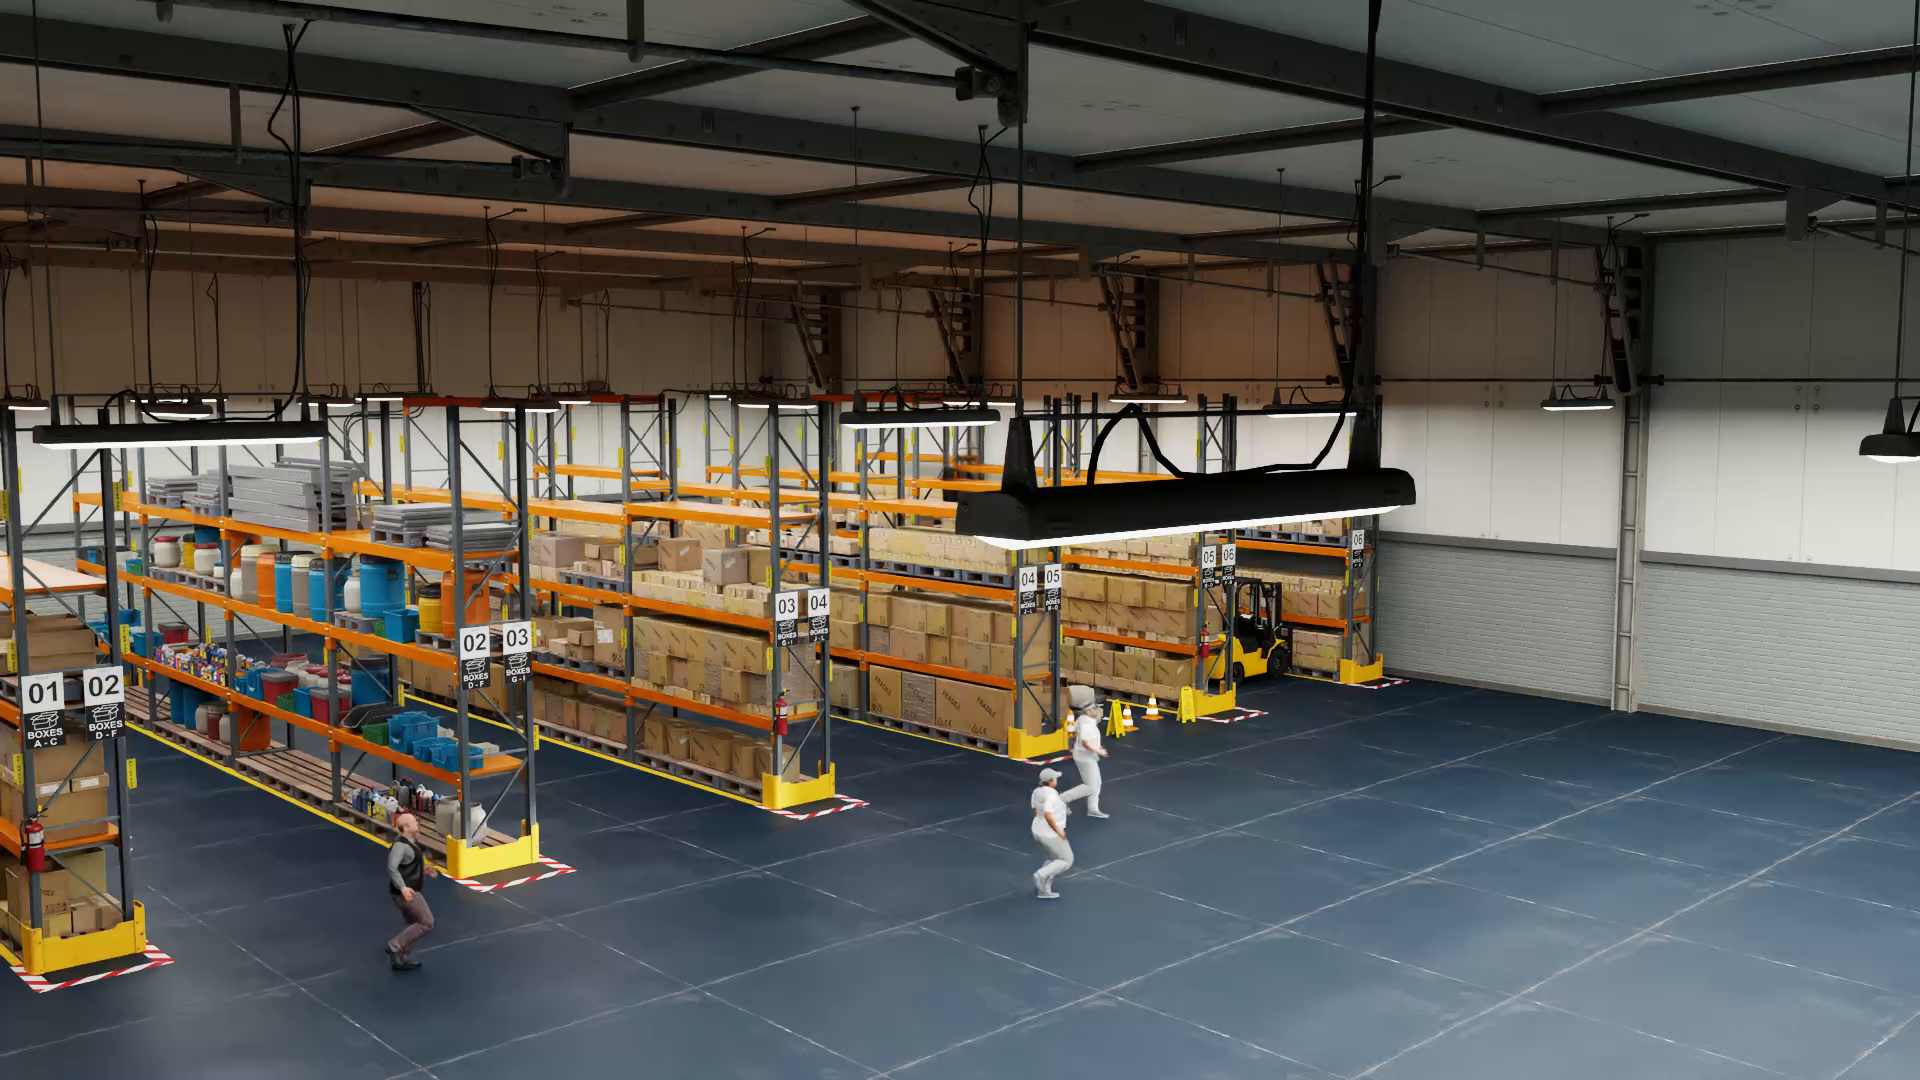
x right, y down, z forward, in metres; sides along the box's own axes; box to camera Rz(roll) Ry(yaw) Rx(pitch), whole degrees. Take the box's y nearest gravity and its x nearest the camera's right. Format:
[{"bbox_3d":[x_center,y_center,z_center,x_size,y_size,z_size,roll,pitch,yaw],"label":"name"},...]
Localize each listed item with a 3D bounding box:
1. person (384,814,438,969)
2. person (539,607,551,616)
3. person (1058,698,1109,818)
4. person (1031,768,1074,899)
[{"bbox_3d":[-5.897,3.766,17.864,0.563,1.689,0.672,-2,6,-19],"label":"person"},{"bbox_3d":[-8.363,2.210,34.013,0.630,1.705,0.595,5,7,41],"label":"person"},{"bbox_3d":[1.772,3.153,23.991,0.782,1.782,0.668,-1,6,-6],"label":"person"},{"bbox_3d":[1.093,3.576,20.236,0.549,1.623,0.608,-3,6,-25],"label":"person"}]
